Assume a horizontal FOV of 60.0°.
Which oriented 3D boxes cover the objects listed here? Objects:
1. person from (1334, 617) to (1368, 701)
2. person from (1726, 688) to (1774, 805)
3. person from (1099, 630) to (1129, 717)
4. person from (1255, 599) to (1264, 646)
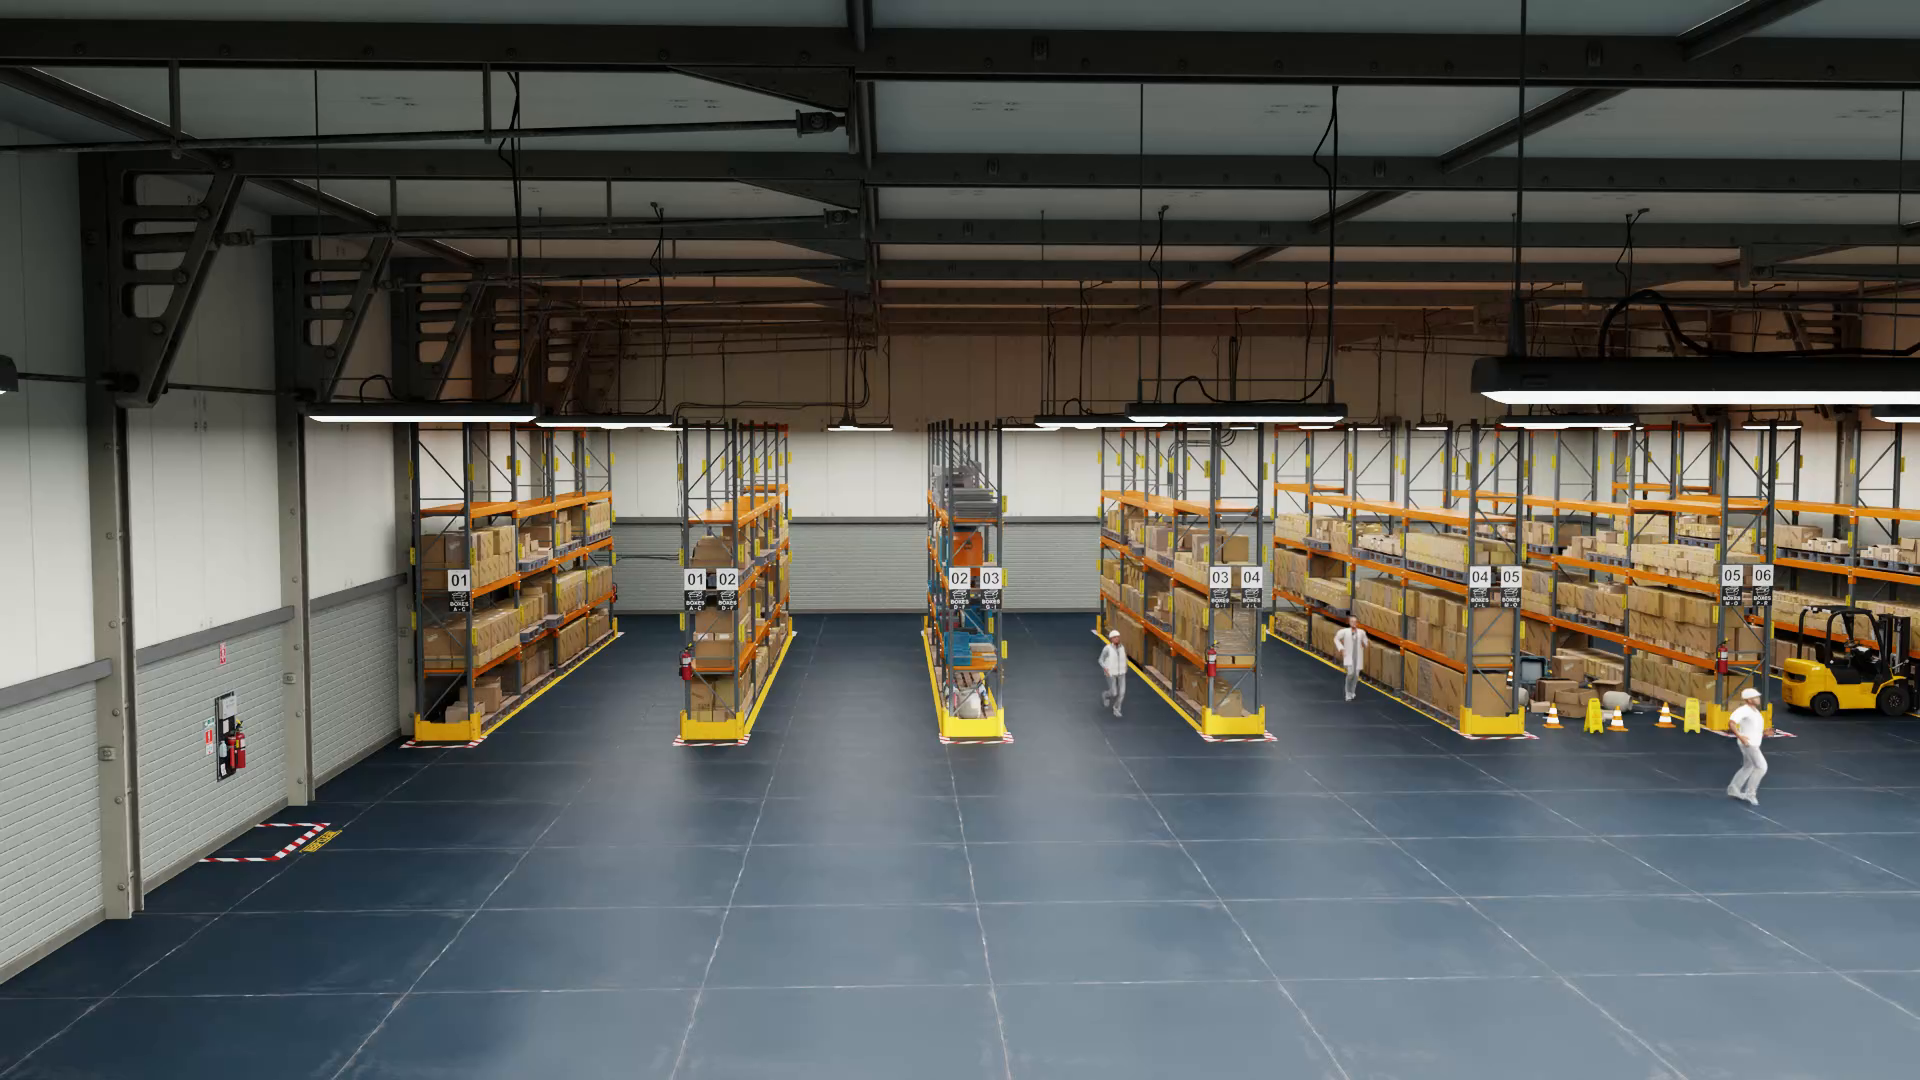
[{"bbox_3d":[8.438,2.561,35.709,0.685,1.808,0.737,0,4,-4],"label":"person"},{"bbox_3d":[12.249,3.212,25.778,0.653,1.829,0.685,3,5,37],"label":"person"},{"bbox_3d":[3.143,2.700,33.814,0.660,1.732,0.634,-1,4,-19],"label":"person"},{"bbox_3d":[7.873,2.044,44.655,0.587,1.670,0.903,0,4,0],"label":"person"}]
